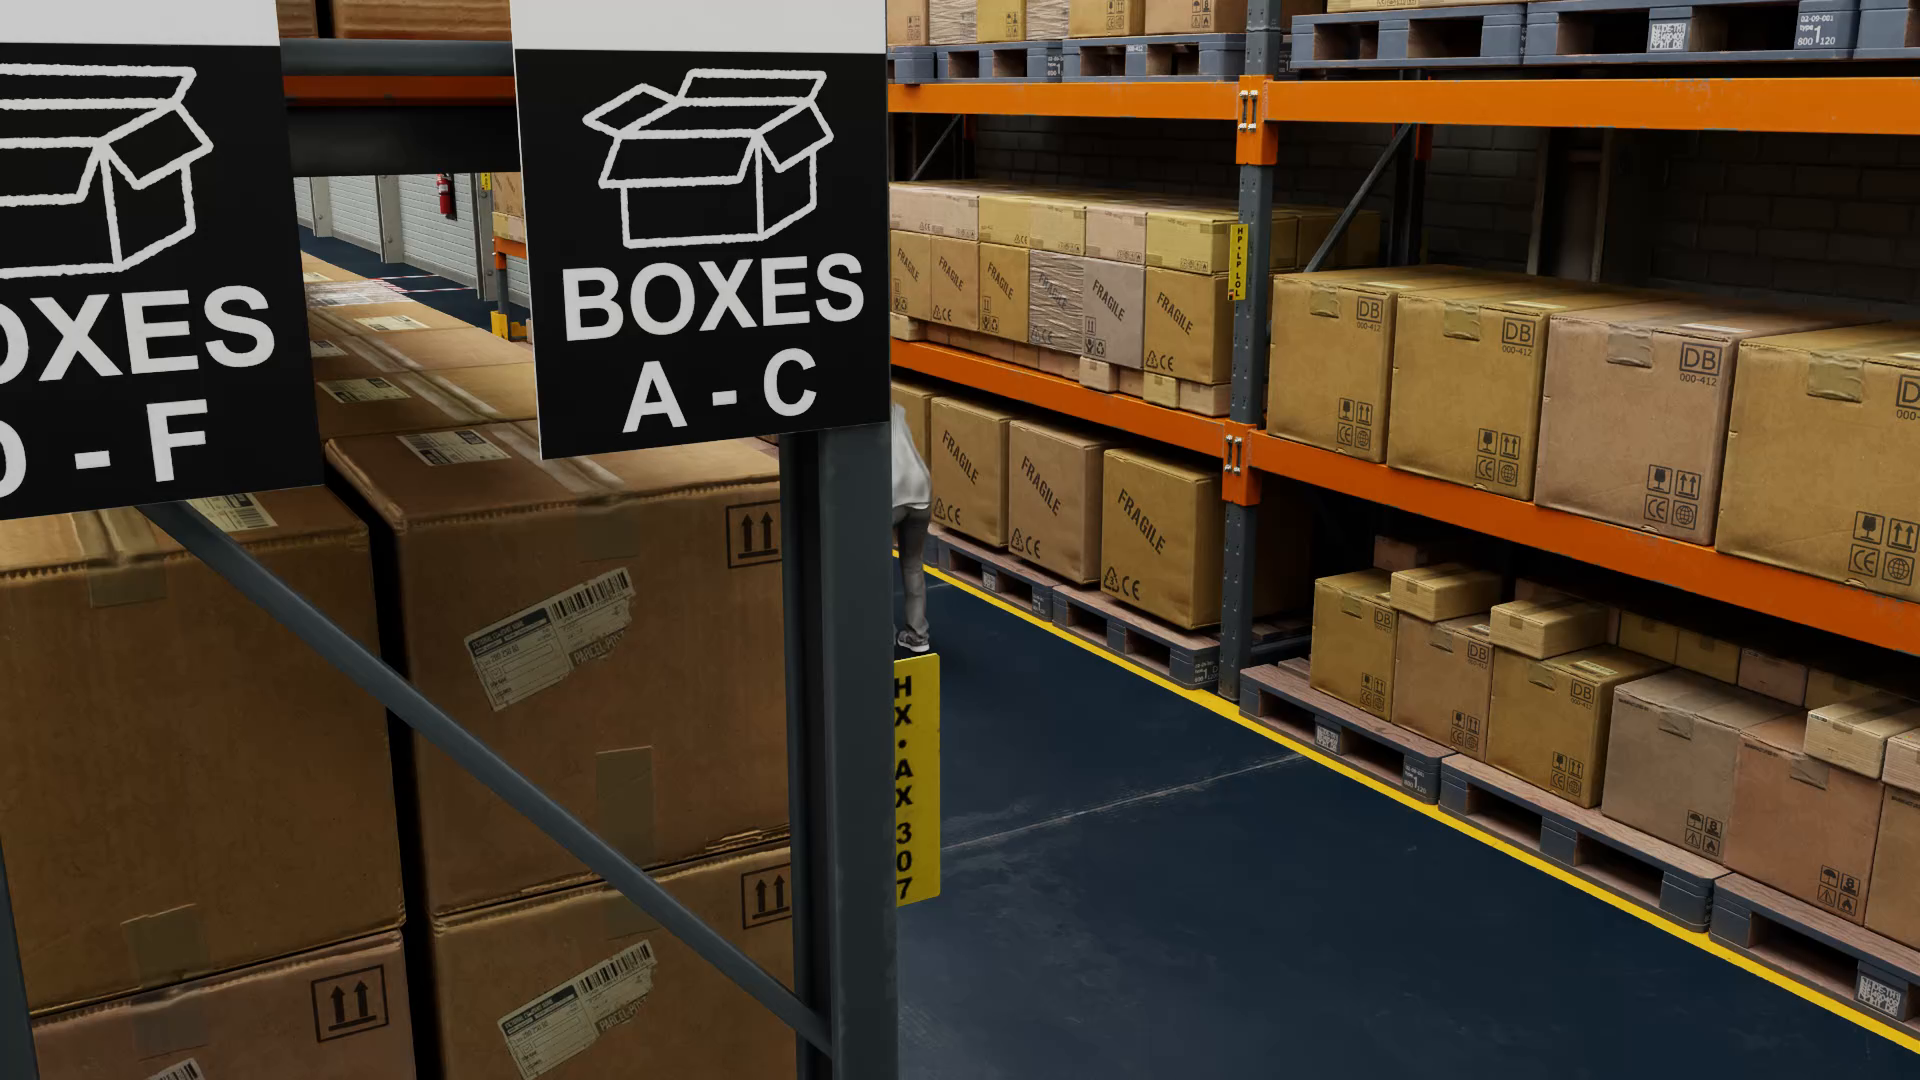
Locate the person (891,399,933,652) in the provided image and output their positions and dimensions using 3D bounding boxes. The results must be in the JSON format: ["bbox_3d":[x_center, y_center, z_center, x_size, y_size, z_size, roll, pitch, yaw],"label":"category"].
[{"bbox_3d":[-0.390,-0.157,8.394,0.379,1.459,0.645,-9,17,-30],"label":"person"}]
